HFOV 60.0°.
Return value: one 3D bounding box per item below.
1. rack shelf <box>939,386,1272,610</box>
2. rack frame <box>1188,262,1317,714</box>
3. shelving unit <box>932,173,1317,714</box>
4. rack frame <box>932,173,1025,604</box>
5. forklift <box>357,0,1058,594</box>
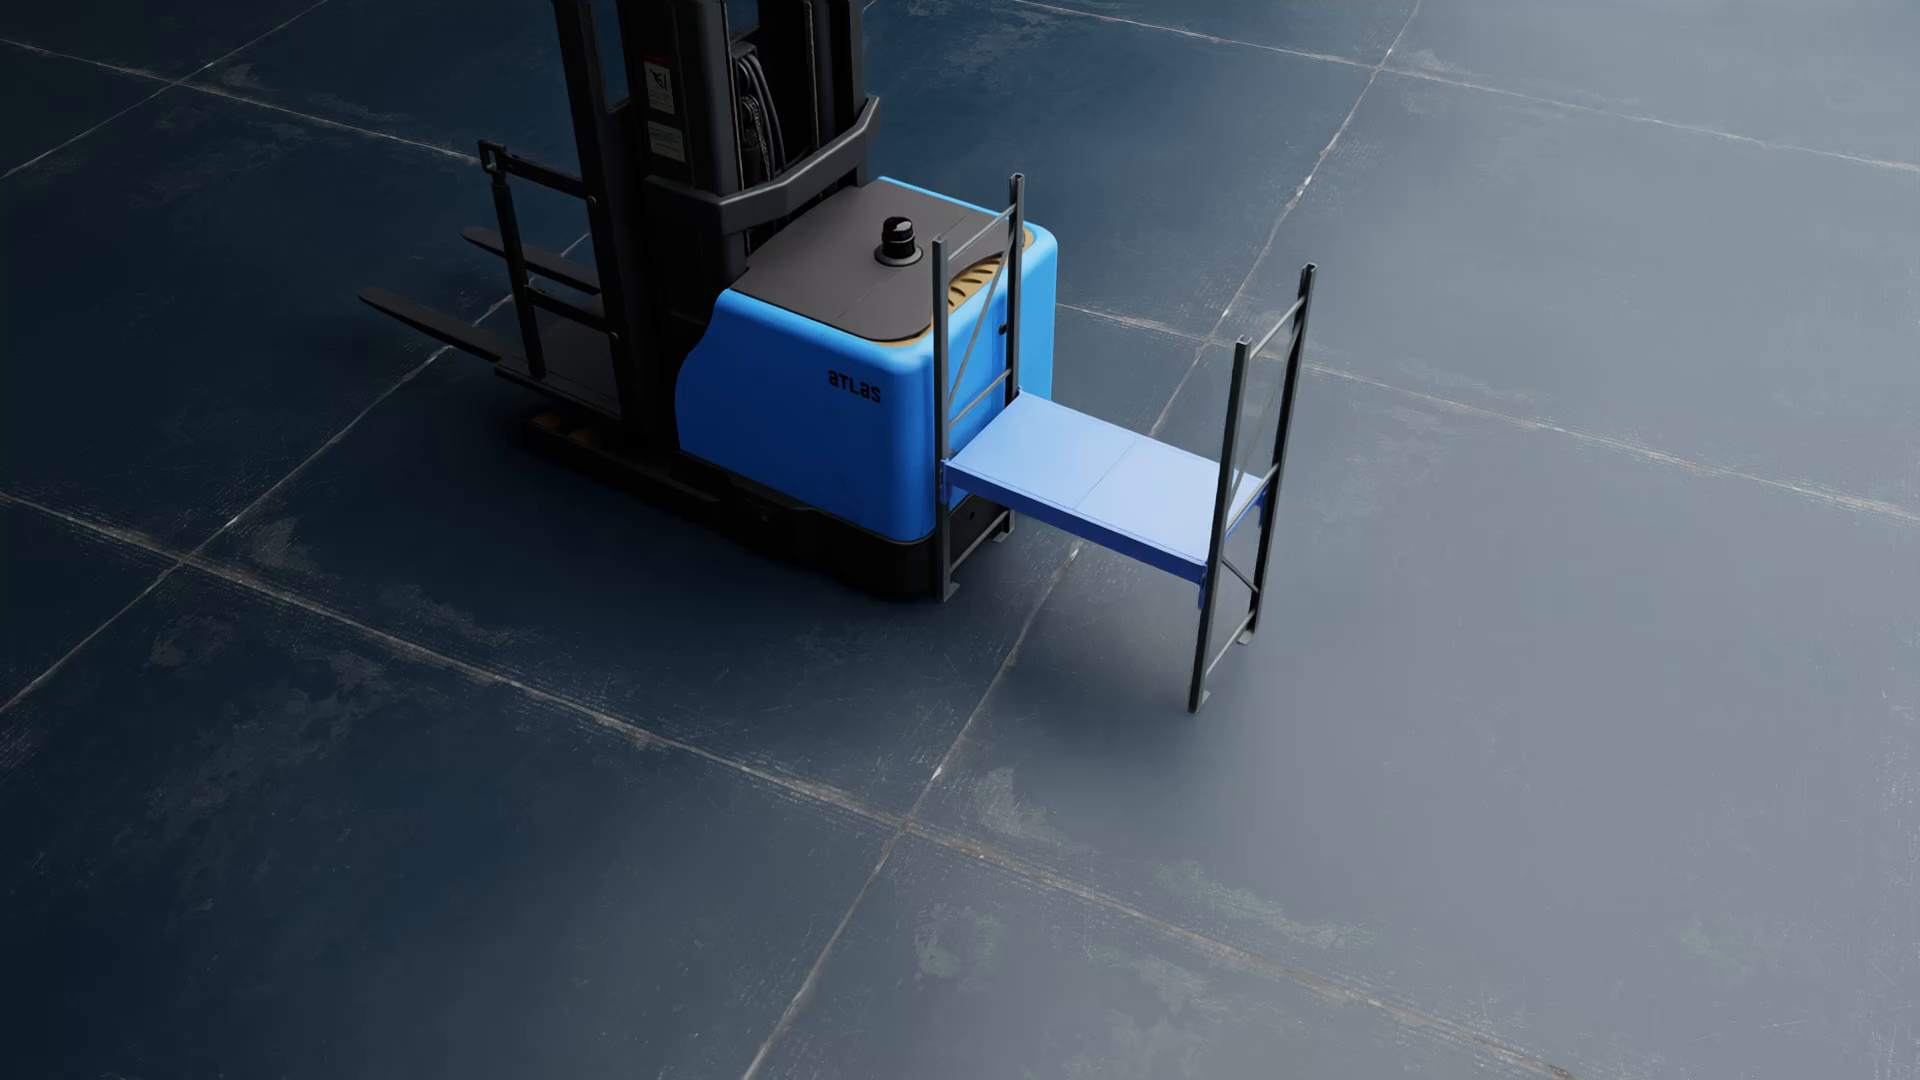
[{"bbox_3d":[0.490,-0.164,5.618,1.000,0.185,0.538,23,46,24],"label":"rack shelf"},{"bbox_3d":[0.919,-0.121,5.294,0.032,1.500,0.500,23,46,24],"label":"rack frame"},{"bbox_3d":[0.490,-0.300,5.500,1.048,1.500,0.538,23,46,24],"label":"shelving unit"},{"bbox_3d":[0.062,-0.479,5.707,0.032,1.500,0.500,23,46,24],"label":"rack frame"},{"bbox_3d":[-1.153,-1.654,5.970,3.031,2.935,1.130,23,46,24],"label":"forklift"}]
